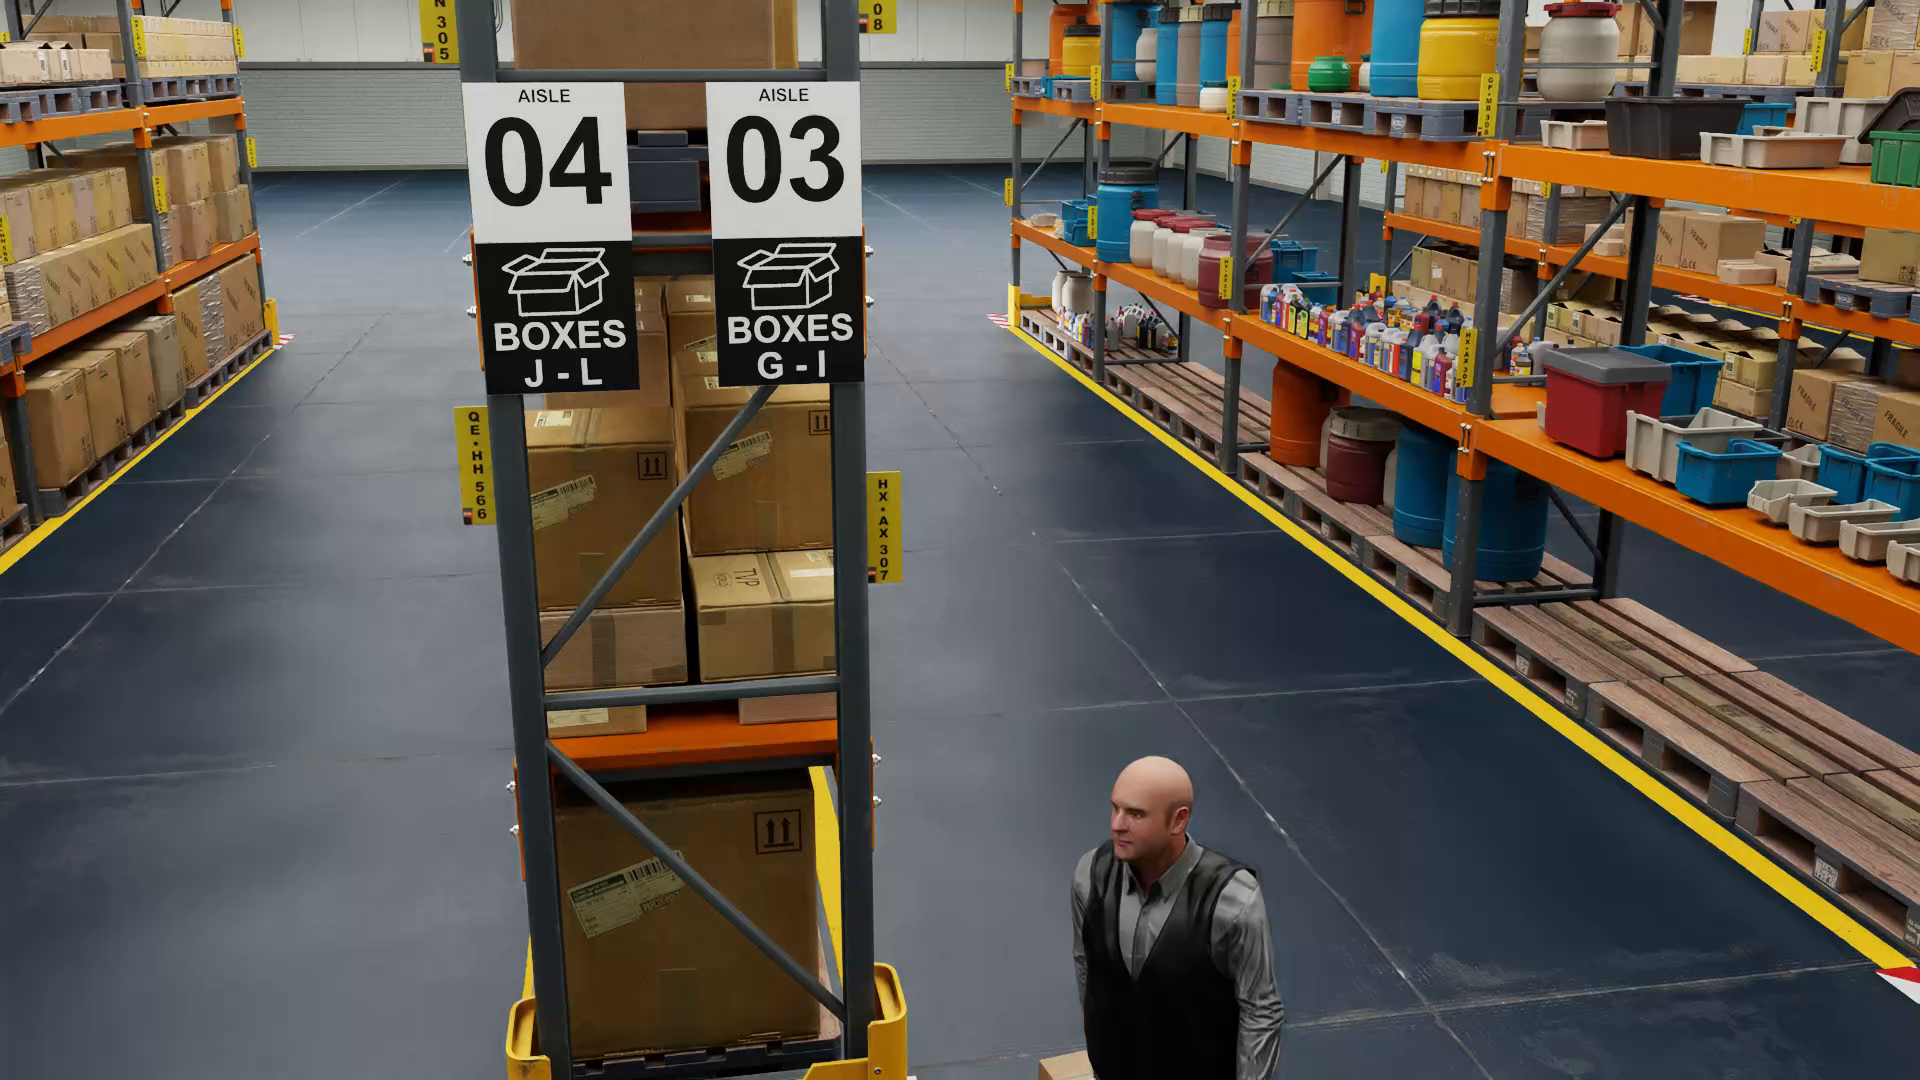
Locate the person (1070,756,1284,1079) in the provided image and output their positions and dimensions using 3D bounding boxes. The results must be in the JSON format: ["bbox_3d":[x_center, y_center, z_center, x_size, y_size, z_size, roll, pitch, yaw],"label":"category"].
[{"bbox_3d":[0.575,1.305,4.116,0.621,1.696,0.870,9,19,29],"label":"person"}]
